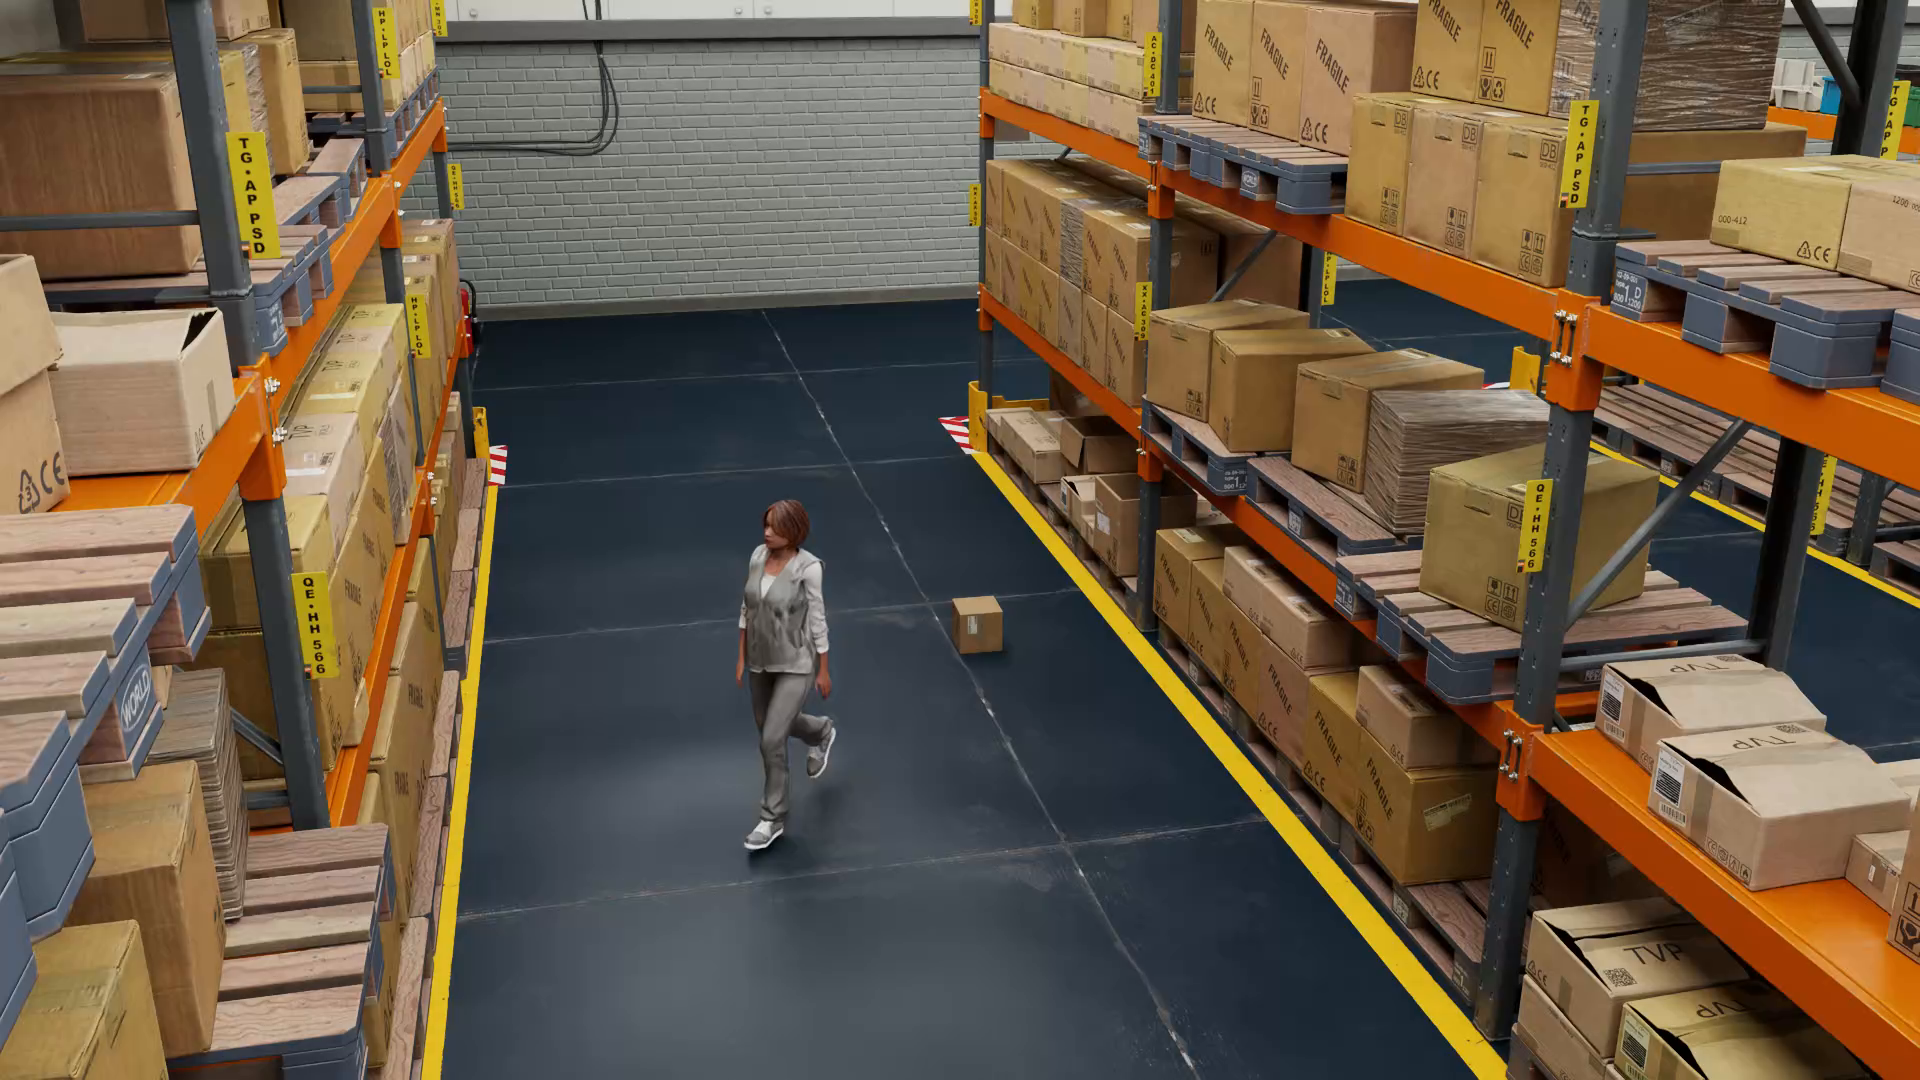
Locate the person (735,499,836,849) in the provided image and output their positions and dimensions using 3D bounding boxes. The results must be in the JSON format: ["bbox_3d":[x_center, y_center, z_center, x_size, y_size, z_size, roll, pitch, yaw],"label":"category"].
[{"bbox_3d":[-0.790,0.551,7.565,0.427,1.537,0.837,13,24,32],"label":"person"}]
